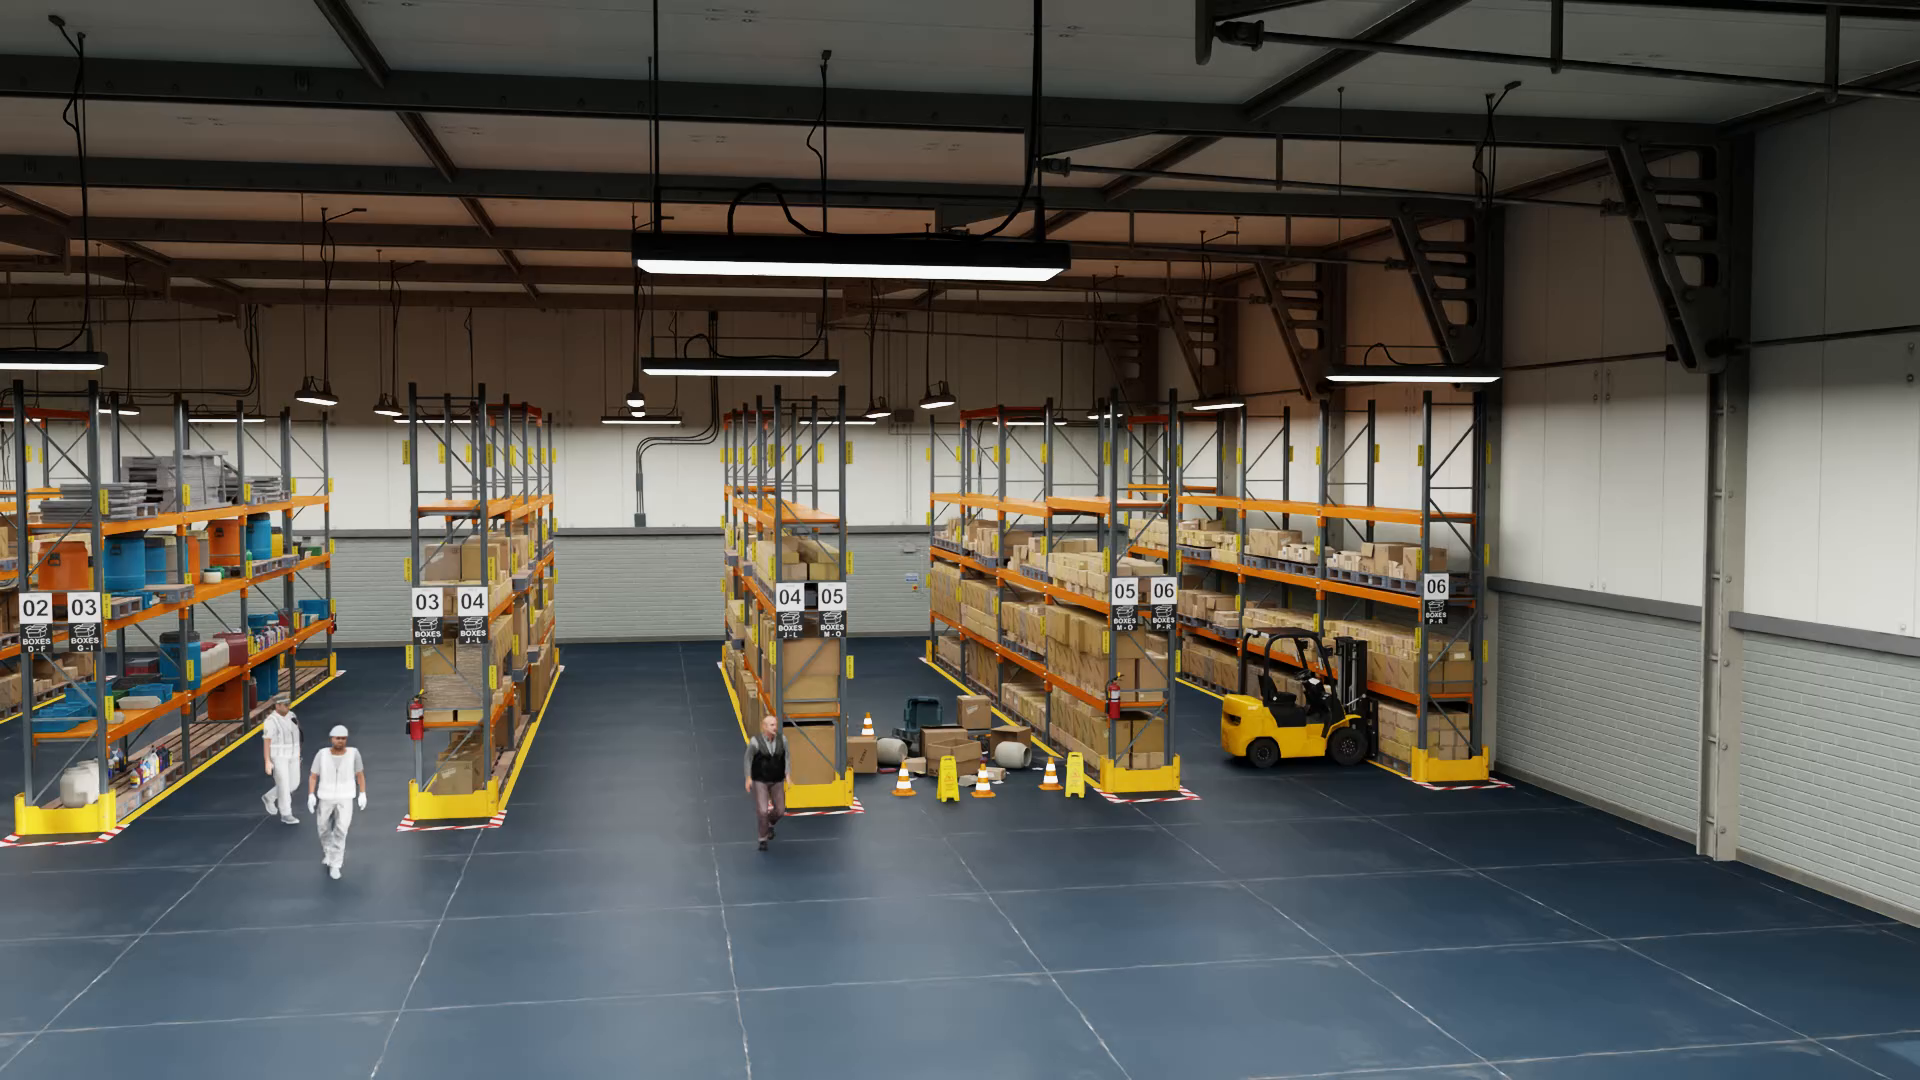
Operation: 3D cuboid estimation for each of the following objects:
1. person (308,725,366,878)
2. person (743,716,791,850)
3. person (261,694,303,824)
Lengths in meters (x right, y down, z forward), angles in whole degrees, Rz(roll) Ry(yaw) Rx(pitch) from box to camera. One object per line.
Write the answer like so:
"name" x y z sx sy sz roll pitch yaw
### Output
"person" -7.495 3.128 20.017 0.656 1.802 0.735 -1 3 -20
"person" -2.493 3.080 21.327 0.602 1.703 0.611 -1 3 -25
"person" -9.292 2.963 22.790 0.823 1.737 0.600 1 3 23
